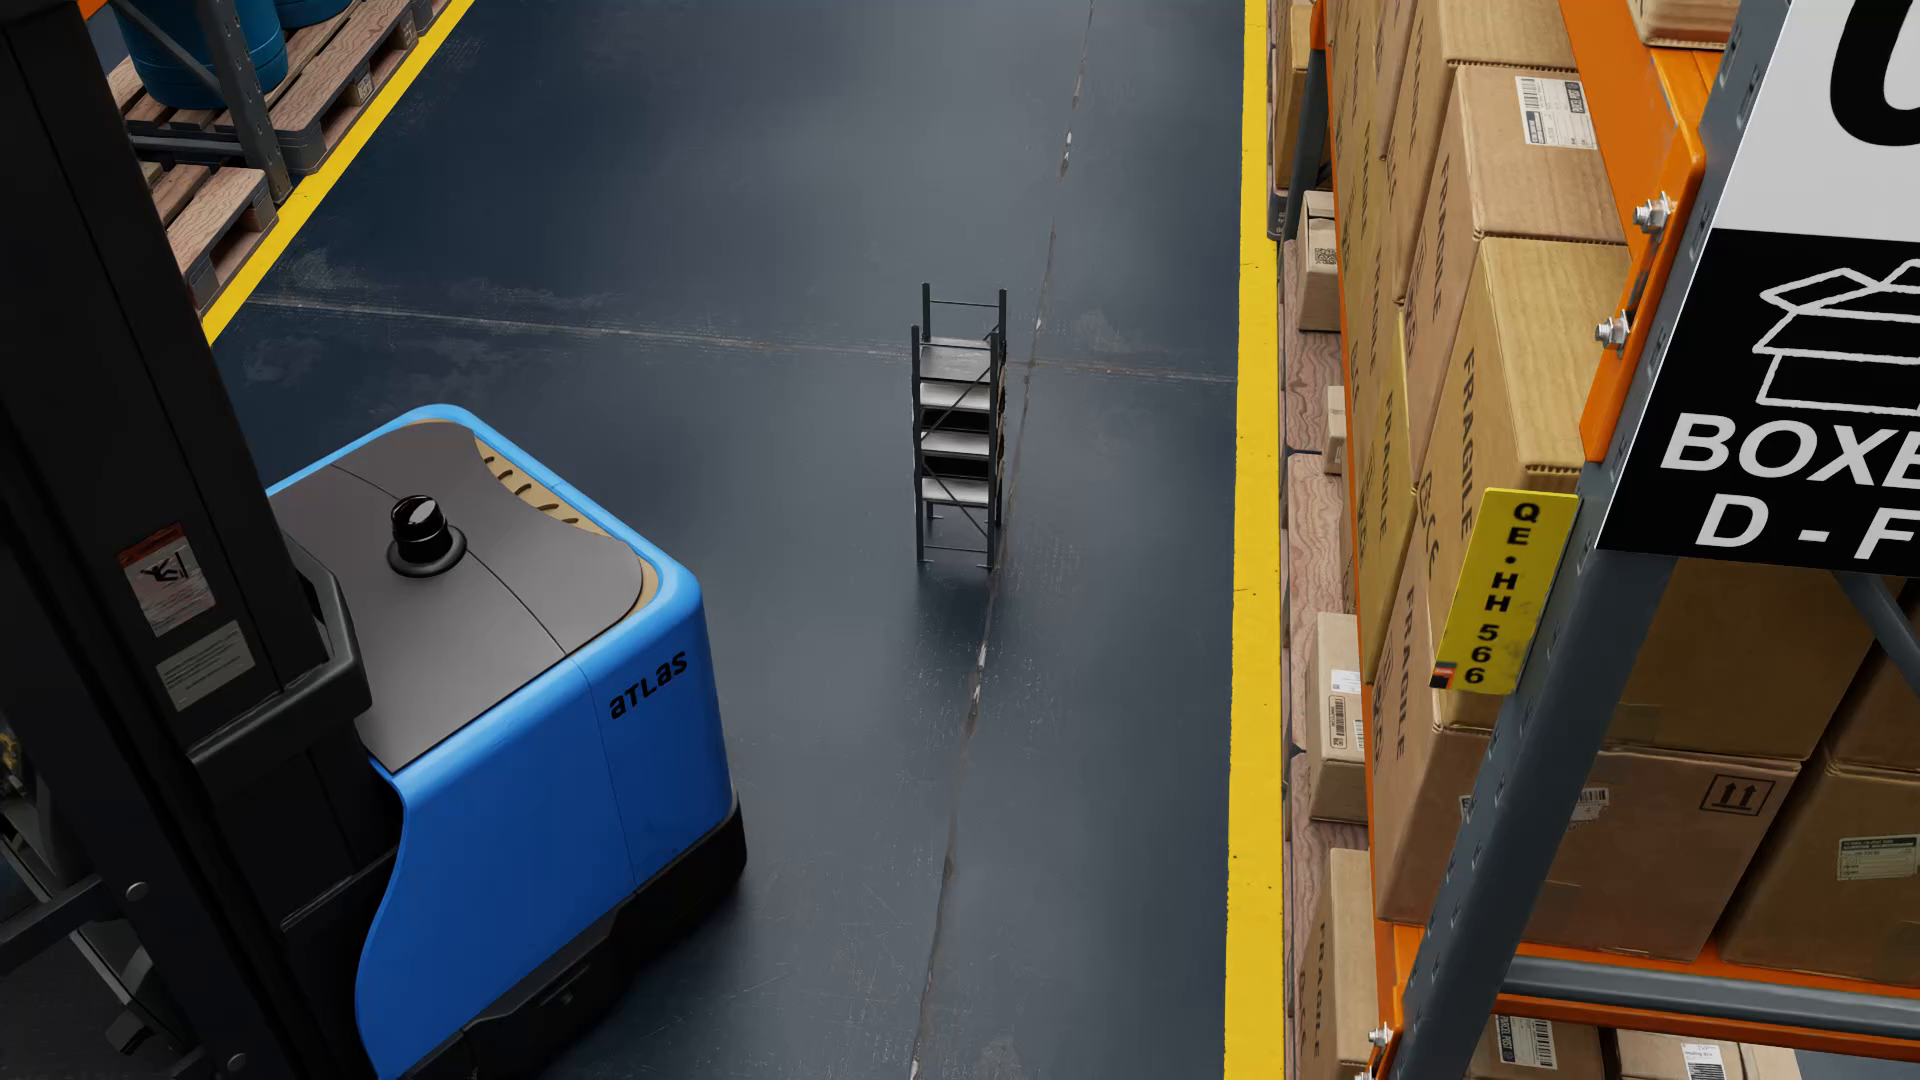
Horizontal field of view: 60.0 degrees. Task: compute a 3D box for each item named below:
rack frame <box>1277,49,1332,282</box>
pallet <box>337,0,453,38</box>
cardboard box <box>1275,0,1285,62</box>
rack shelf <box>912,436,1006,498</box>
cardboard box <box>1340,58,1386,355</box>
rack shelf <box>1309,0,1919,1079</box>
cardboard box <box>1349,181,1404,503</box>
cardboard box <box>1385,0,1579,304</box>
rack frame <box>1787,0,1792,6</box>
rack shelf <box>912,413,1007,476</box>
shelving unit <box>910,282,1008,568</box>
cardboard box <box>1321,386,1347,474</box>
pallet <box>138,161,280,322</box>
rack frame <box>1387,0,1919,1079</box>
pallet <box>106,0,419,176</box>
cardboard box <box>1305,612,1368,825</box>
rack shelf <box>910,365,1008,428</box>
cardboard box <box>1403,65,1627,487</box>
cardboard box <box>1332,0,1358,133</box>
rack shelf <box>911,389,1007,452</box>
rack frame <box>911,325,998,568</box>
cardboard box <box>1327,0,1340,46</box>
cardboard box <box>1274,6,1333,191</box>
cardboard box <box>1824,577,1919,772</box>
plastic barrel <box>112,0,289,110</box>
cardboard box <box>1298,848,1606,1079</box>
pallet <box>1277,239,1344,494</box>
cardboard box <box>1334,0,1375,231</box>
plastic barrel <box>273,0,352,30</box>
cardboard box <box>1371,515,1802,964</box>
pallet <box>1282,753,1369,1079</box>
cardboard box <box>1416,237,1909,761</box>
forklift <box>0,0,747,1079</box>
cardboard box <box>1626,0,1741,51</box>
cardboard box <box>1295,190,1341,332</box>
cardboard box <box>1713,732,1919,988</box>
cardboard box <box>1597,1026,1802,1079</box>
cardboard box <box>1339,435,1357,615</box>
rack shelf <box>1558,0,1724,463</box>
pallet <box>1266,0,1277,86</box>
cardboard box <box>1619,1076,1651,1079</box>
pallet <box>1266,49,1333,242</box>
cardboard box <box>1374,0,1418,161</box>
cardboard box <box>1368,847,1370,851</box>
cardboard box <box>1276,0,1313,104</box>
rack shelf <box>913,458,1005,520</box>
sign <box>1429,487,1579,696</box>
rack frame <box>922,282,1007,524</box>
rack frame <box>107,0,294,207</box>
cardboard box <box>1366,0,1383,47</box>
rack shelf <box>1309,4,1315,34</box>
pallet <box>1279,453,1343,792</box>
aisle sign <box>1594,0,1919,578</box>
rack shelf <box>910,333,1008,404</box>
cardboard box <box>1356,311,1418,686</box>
[{"bbox_3d":[1.701,-2.060,5.244,1.000,3.000,0.127,5,44,6],"label":"rack frame"},{"bbox_3d":[-2.906,-2.857,8.113,1.003,0.211,1.213,5,44,6],"label":"pallet"},{"bbox_3d":[1.623,-2.353,7.051,0.500,0.500,0.500,6,44,6],"label":"cardboard box"},{"bbox_3d":[-0.001,-0.232,5.020,0.258,0.077,0.200,5,44,6],"label":"rack shelf"},{"bbox_3d":[1.165,-0.737,3.774,0.500,0.500,0.500,5,44,5],"label":"cardboard box"},{"bbox_3d":[1.437,-0.436,4.052,1.077,0.370,4.000,5,44,6],"label":"rack shelf"},{"bbox_3d":[1.098,-0.394,3.412,0.500,0.500,0.500,6,44,6],"label":"cardboard box"},{"bbox_3d":[1.089,-0.760,3.071,0.500,0.500,0.500,6,44,7],"label":"cardboard box"},{"bbox_3d":[1.172,-1.513,0.303,1.000,3.000,0.127,5,44,6],"label":"rack frame"},{"bbox_3d":[-0.001,-0.297,4.958,0.258,0.077,0.200,5,44,6],"label":"rack shelf"},{"bbox_3d":[-0.001,-0.321,4.935,0.258,0.900,0.210,5,44,6],"label":"shelving unit"},{"bbox_3d":[1.327,-0.334,5.162,0.380,0.166,0.250,5,44,6],"label":"cardboard box"},{"bbox_3d":[-3.267,-0.996,6.148,1.003,0.211,1.213,5,44,6],"label":"pallet"},{"bbox_3d":[1.172,0.666,2.365,1.000,3.000,0.127,5,44,6],"label":"rack frame"},{"bbox_3d":[-3.065,-2.023,7.233,1.003,0.211,1.213,5,44,6],"label":"pallet"},{"bbox_3d":[1.155,0.467,4.255,0.500,0.250,0.500,5,44,6],"label":"cardboard box"},{"bbox_3d":[-0.001,-0.428,4.834,0.258,0.077,0.200,5,44,6],"label":"rack shelf"},{"bbox_3d":[1.025,-0.406,2.698,0.500,0.500,0.500,6,44,7],"label":"cardboard box"},{"bbox_3d":[1.299,-1.425,4.500,0.500,0.500,0.500,6,44,6],"label":"cardboard box"},{"bbox_3d":[-0.001,-0.362,4.896,0.258,0.077,0.200,5,44,6],"label":"rack shelf"},{"bbox_3d":[-0.015,-0.252,4.862,0.240,0.900,0.006,5,44,6],"label":"rack frame"},{"bbox_3d":[1.364,-1.774,4.869,0.500,0.500,0.500,6,44,7],"label":"cardboard box"},{"bbox_3d":[1.482,-1.675,6.335,0.500,0.500,0.500,5,44,5],"label":"cardboard box"},{"bbox_3d":[1.492,-0.012,2.281,0.500,0.500,0.500,6,44,7],"label":"cardboard box"},{"bbox_3d":[-3.119,-2.273,6.690,0.600,0.901,0.708,5,44,6],"label":"plastic barrel"},{"bbox_3d":[1.000,1.021,3.488,0.500,0.500,0.500,5,44,6],"label":"cardboard box"},{"bbox_3d":[1.609,-0.580,5.709,1.003,0.211,1.213,5,44,6],"label":"pallet"},{"bbox_3d":[1.231,-1.084,4.141,0.500,0.500,0.500,5,44,5],"label":"cardboard box"},{"bbox_3d":[-3.026,-2.756,7.199,0.600,0.901,0.708,5,44,6],"label":"plastic barrel"},{"bbox_3d":[0.962,0.299,2.679,0.500,0.500,0.500,6,44,7],"label":"cardboard box"},{"bbox_3d":[1.287,1.083,3.953,1.003,0.211,1.213,5,44,6],"label":"pallet"},{"bbox_3d":[0.959,-0.062,2.334,0.500,0.500,0.500,5,44,5],"label":"cardboard box"},{"bbox_3d":[-1.915,0.327,2.773,1.130,2.935,3.031,32,52,29],"label":"forklift"},{"bbox_3d":[0.979,-0.743,1.781,0.500,0.250,0.500,5,44,6],"label":"cardboard box"},{"bbox_3d":[1.431,-0.977,5.736,0.500,0.311,0.500,5,44,6],"label":"cardboard box"},{"bbox_3d":[1.492,0.351,2.625,0.500,0.500,0.500,6,44,6],"label":"cardboard box"},{"bbox_3d":[1.601,1.110,3.637,0.380,0.166,0.250,5,44,6],"label":"cardboard box"},{"bbox_3d":[1.458,-0.033,4.599,0.797,0.503,0.637,5,44,6],"label":"cardboard box"},{"bbox_3d":[1.437,-1.525,3.021,1.077,0.370,4.000,5,44,6],"label":"rack shelf"},{"bbox_3d":[1.930,-2.439,7.673,1.003,0.211,1.213,5,44,6],"label":"pallet"},{"bbox_3d":[1.568,1.287,3.463,0.380,0.149,0.250,5,44,6],"label":"cardboard box"},{"bbox_3d":[1.771,-1.606,6.792,1.003,0.211,1.213,5,44,6],"label":"pallet"},{"bbox_3d":[1.156,-1.110,3.441,0.500,0.500,0.500,6,44,7],"label":"cardboard box"},{"bbox_3d":[1.143,0.874,3.886,0.380,0.166,0.250,5,44,6],"label":"cardboard box"},{"bbox_3d":[1.556,-2.011,6.690,0.500,0.500,0.500,5,44,6],"label":"cardboard box"},{"bbox_3d":[-0.001,-0.166,5.081,0.258,0.077,0.200,5,44,6],"label":"rack shelf"},{"bbox_3d":[0.625,0.066,1.926,0.100,0.325,0.005,5,44,6],"label":"sign"},{"bbox_3d":[0.012,-0.391,5.008,0.240,0.900,0.006,5,44,6],"label":"rack frame"},{"bbox_3d":[-3.208,-2.513,5.723,1.000,3.000,0.127,5,44,6],"label":"rack frame"},{"bbox_3d":[1.224,-1.462,3.813,0.500,0.500,0.500,4,44,4],"label":"cardboard box"},{"bbox_3d":[1.966,-3.162,6.931,1.077,0.370,4.000,5,44,6],"label":"rack shelf"},{"bbox_3d":[1.451,0.254,4.828,1.003,0.211,1.213,5,44,6],"label":"pallet"},{"bbox_3d":[0.860,-0.260,1.452,0.394,0.787,0.004,5,44,6],"label":"aisle sign"},{"bbox_3d":[-0.001,-0.493,4.772,0.258,0.077,0.200,5,44,6],"label":"rack shelf"},{"bbox_3d":[1.027,-0.054,3.053,0.500,0.500,0.500,6,44,6],"label":"cardboard box"}]
